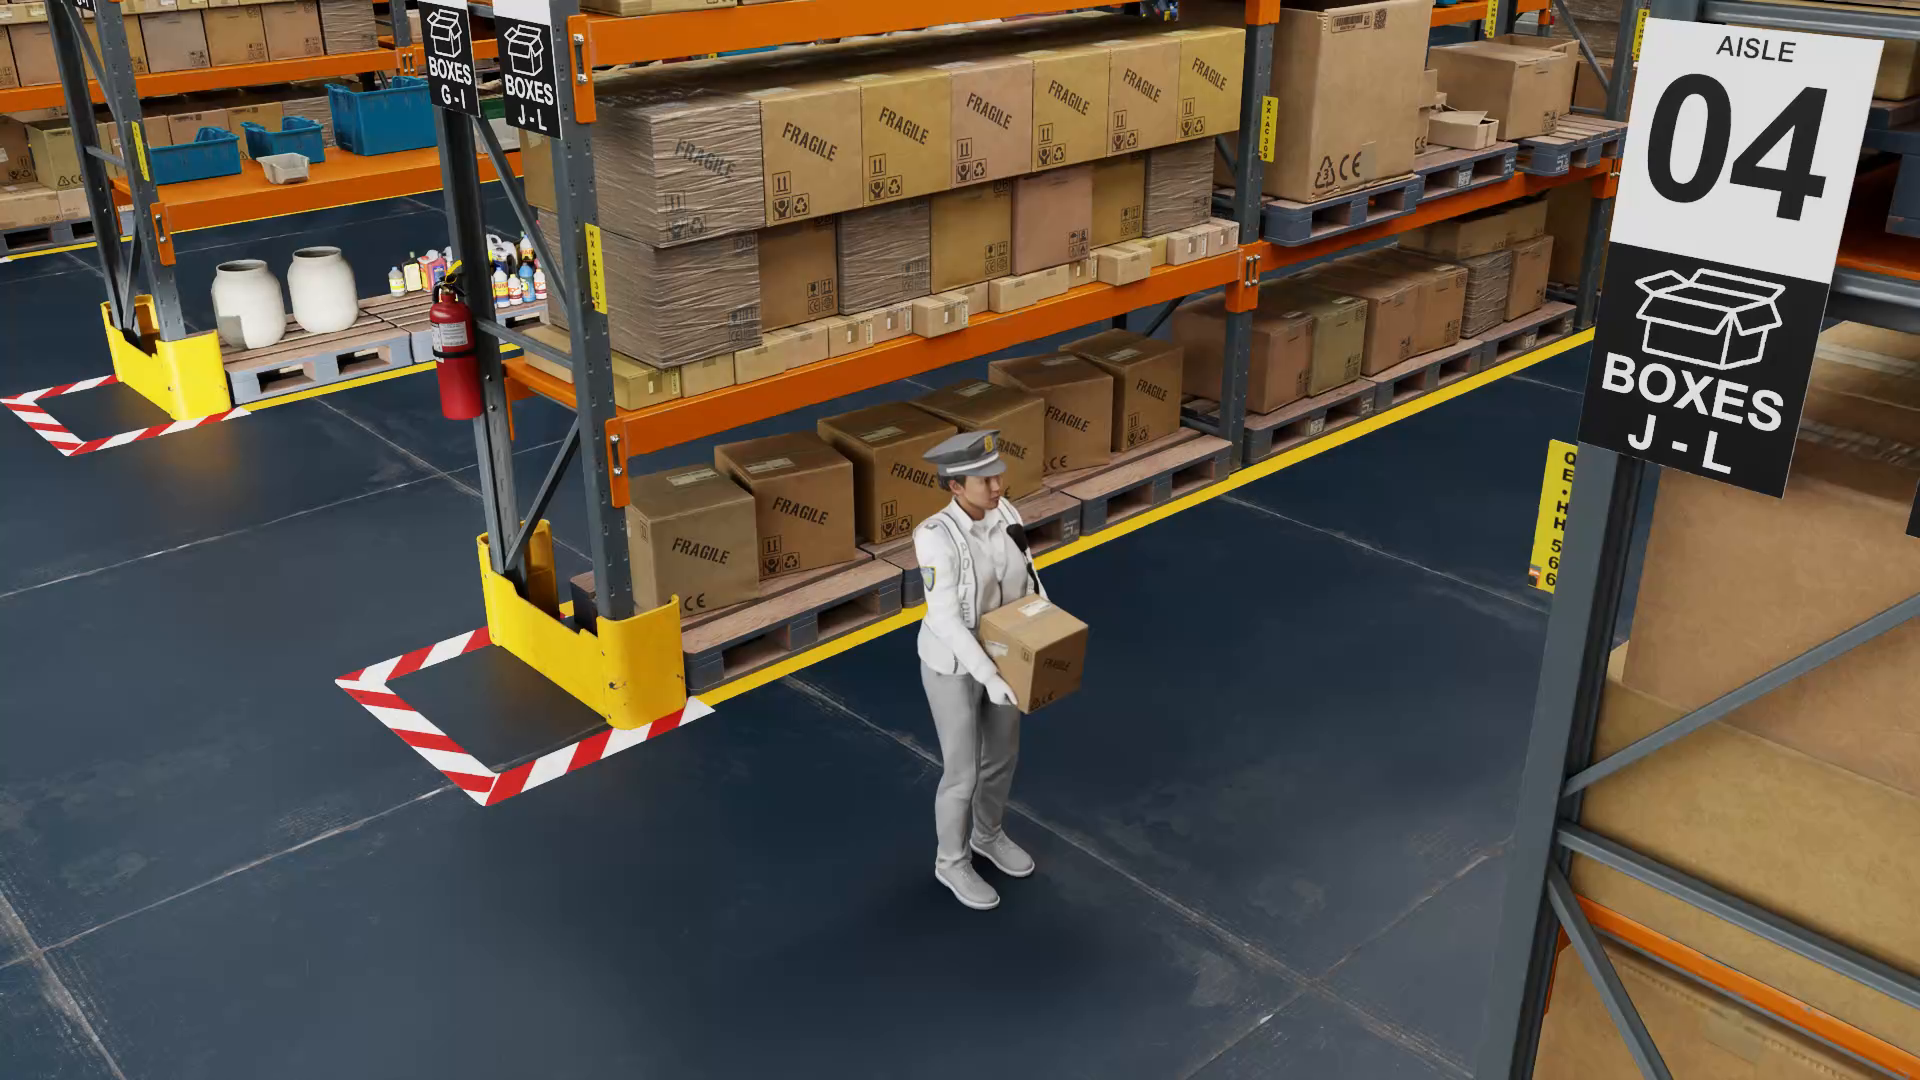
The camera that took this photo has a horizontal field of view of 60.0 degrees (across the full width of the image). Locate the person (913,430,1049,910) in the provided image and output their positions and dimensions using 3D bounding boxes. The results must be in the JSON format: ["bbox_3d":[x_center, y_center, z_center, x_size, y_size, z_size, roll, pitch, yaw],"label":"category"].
[{"bbox_3d":[0.104,0.446,5.600,0.453,1.691,0.523,-21,32,-39],"label":"person"}]
